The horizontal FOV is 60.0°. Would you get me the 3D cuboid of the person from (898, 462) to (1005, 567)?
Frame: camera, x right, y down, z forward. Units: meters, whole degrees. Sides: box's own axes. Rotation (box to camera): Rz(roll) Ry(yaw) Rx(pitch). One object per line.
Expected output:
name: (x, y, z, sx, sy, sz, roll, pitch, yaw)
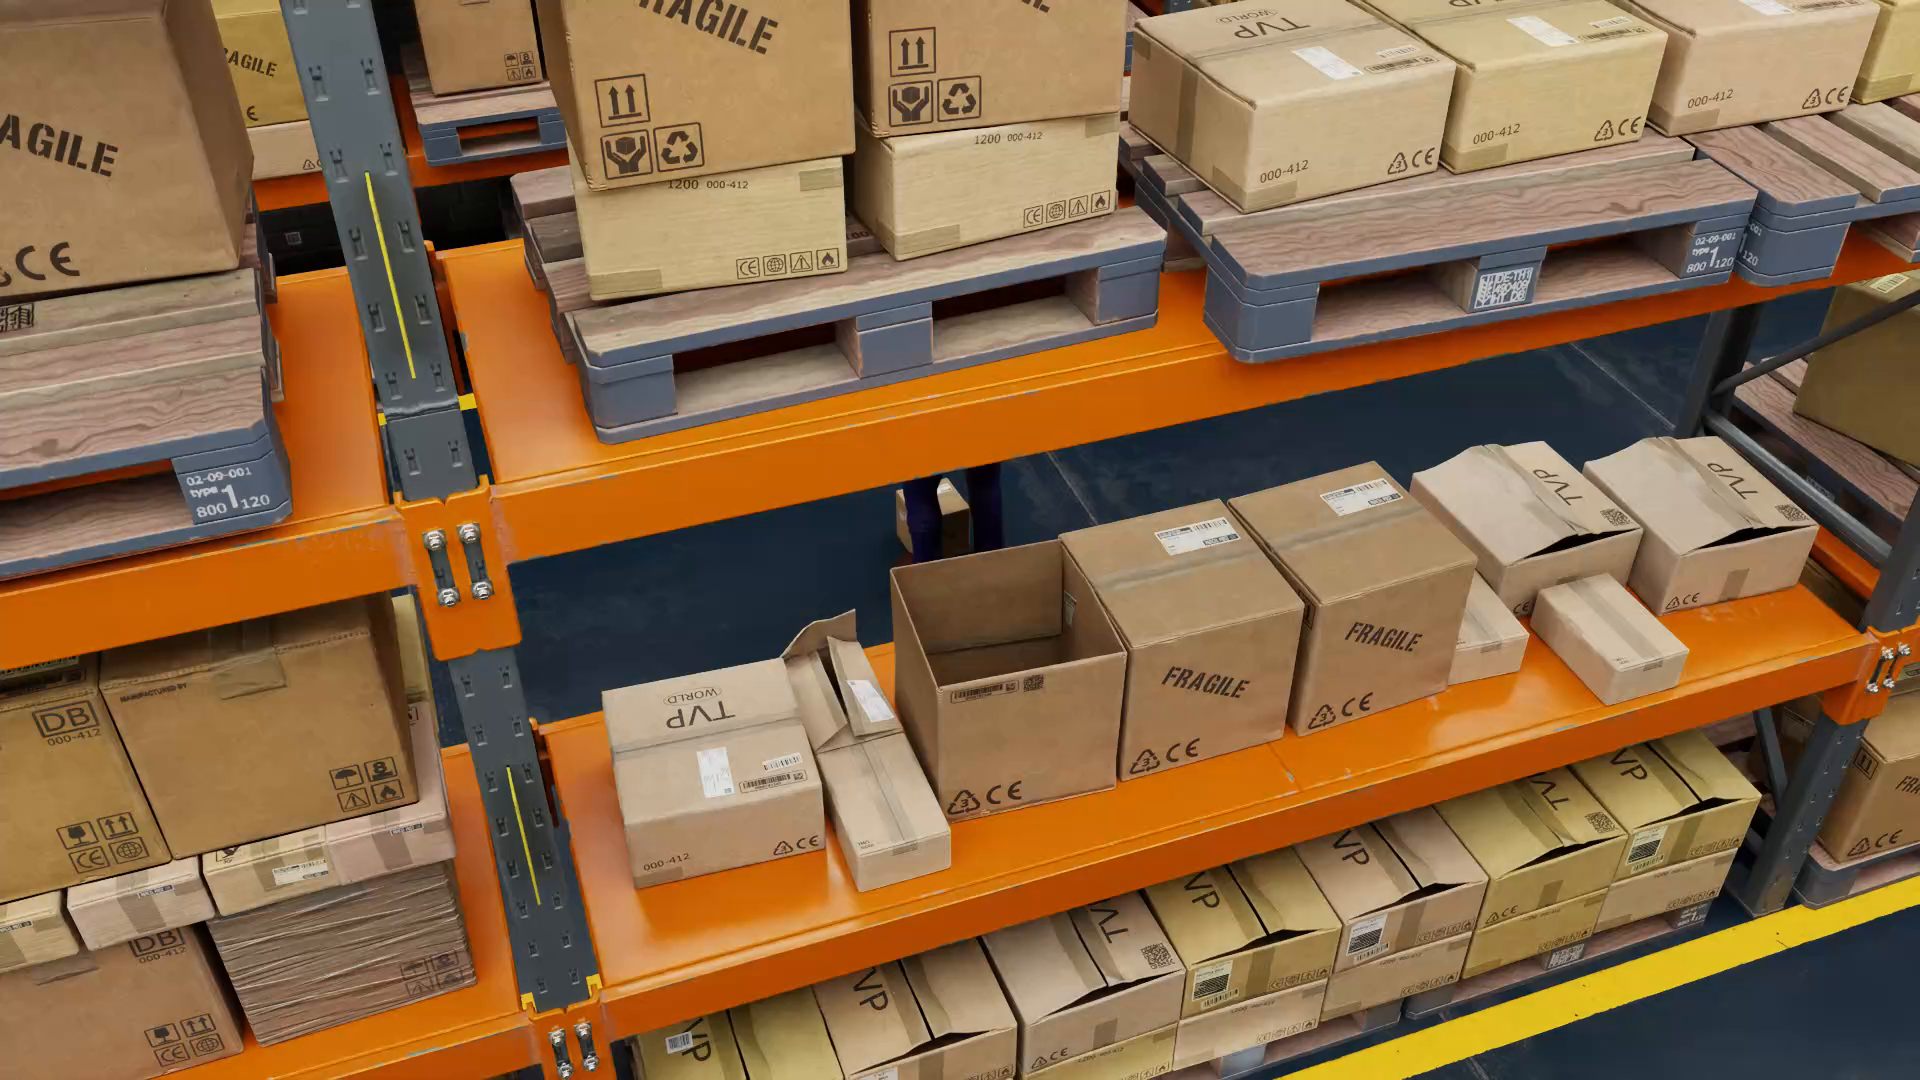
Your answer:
person: (-0.029, -0.494, 6.795, 0.538, 1.647, 0.370, -13, 40, -16)
